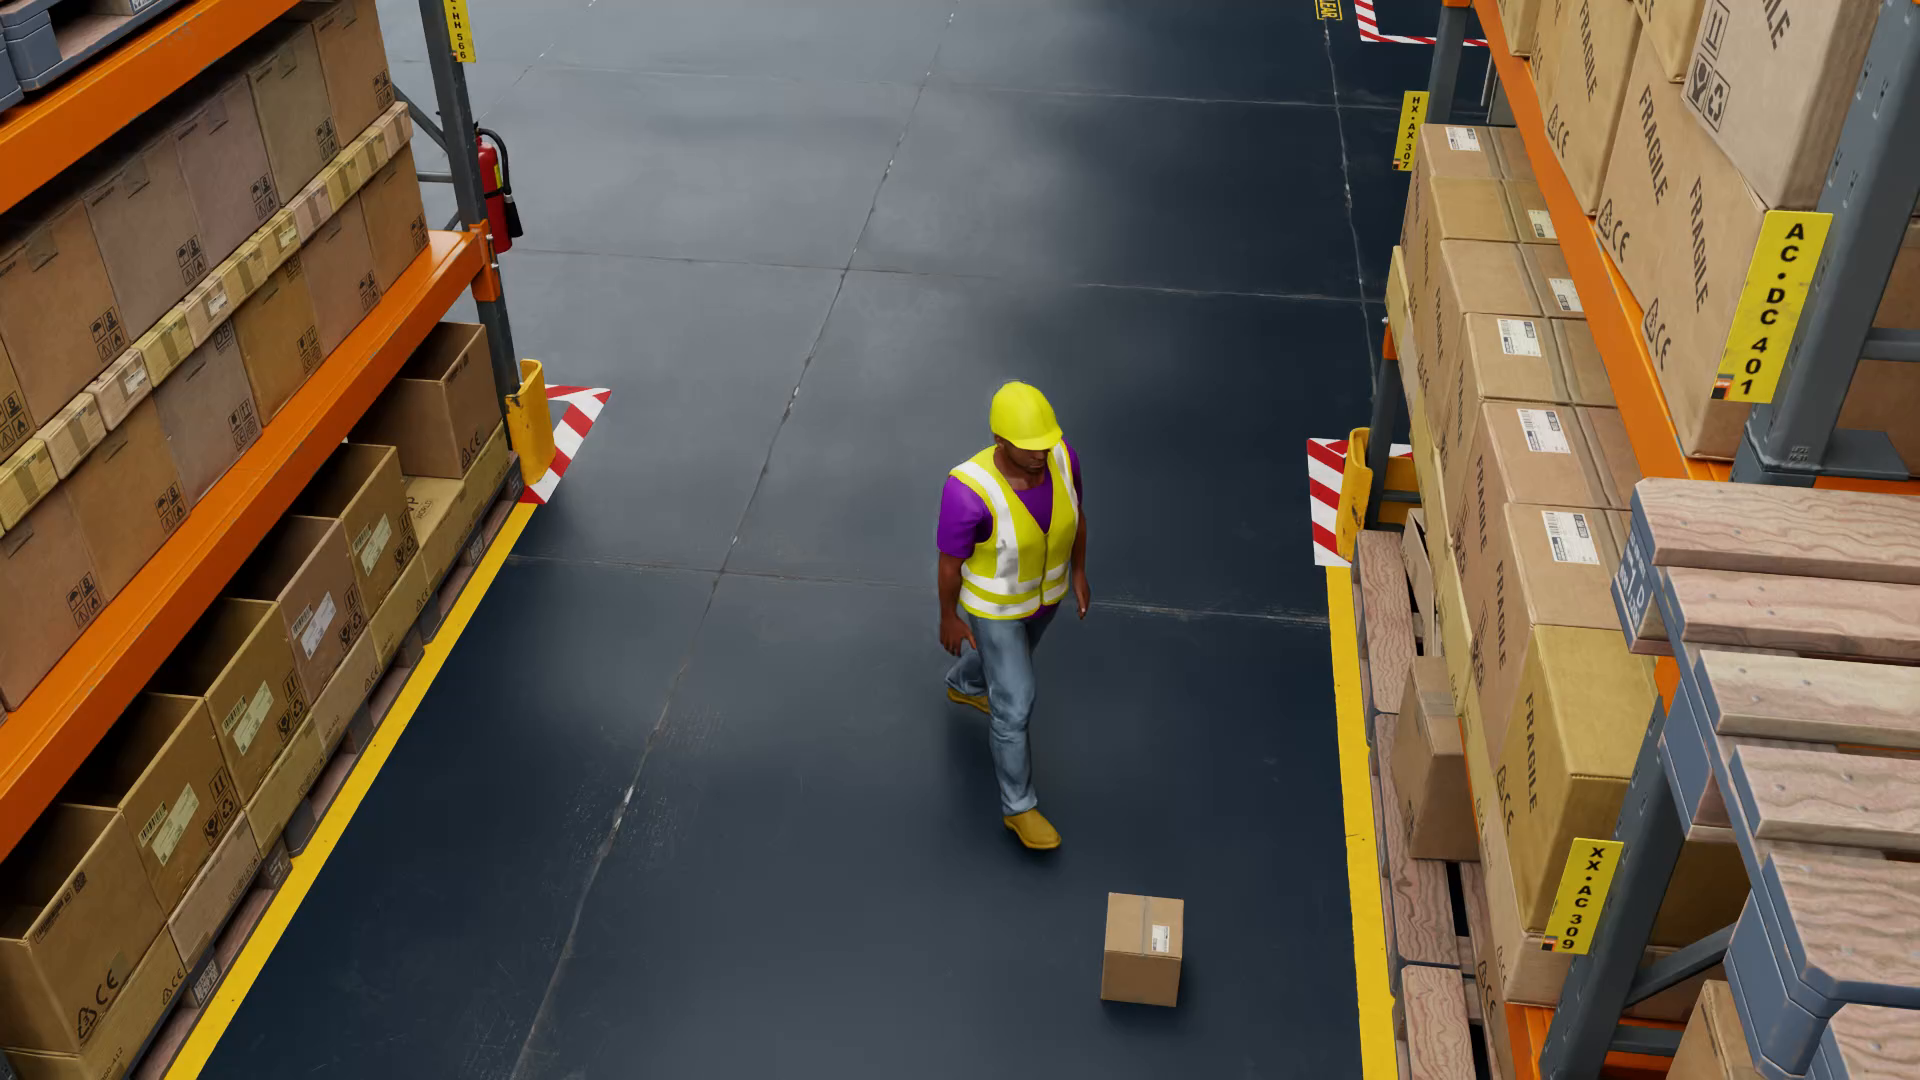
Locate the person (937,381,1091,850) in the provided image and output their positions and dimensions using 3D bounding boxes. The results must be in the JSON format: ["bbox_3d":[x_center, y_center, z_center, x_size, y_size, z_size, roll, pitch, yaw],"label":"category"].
[{"bbox_3d":[0.200,0.187,5.881,0.585,1.746,0.923,-27,44,-32],"label":"person"}]
